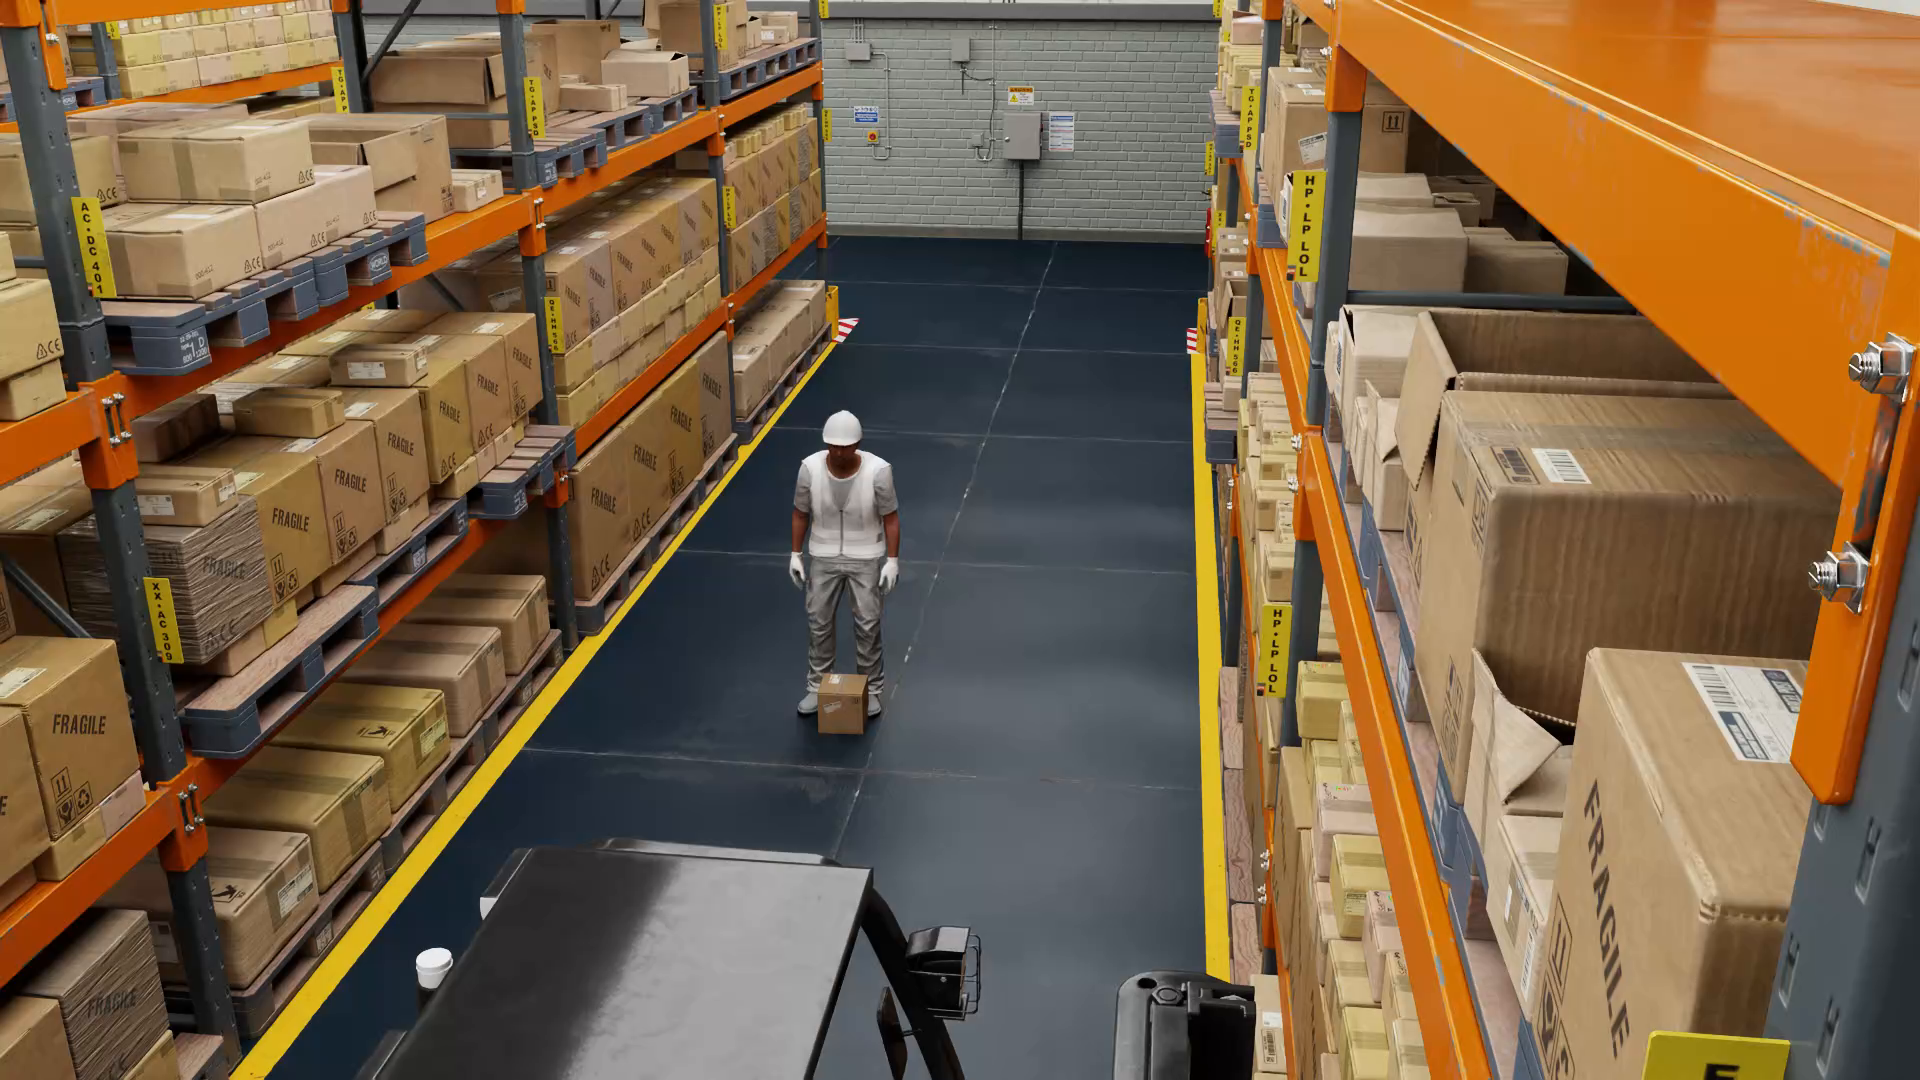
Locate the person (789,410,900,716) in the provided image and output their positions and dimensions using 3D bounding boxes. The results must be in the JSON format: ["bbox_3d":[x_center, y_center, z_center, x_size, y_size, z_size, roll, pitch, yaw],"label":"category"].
[{"bbox_3d":[-0.641,0.123,9.243,0.617,1.775,0.446,3,21,7],"label":"person"}]
